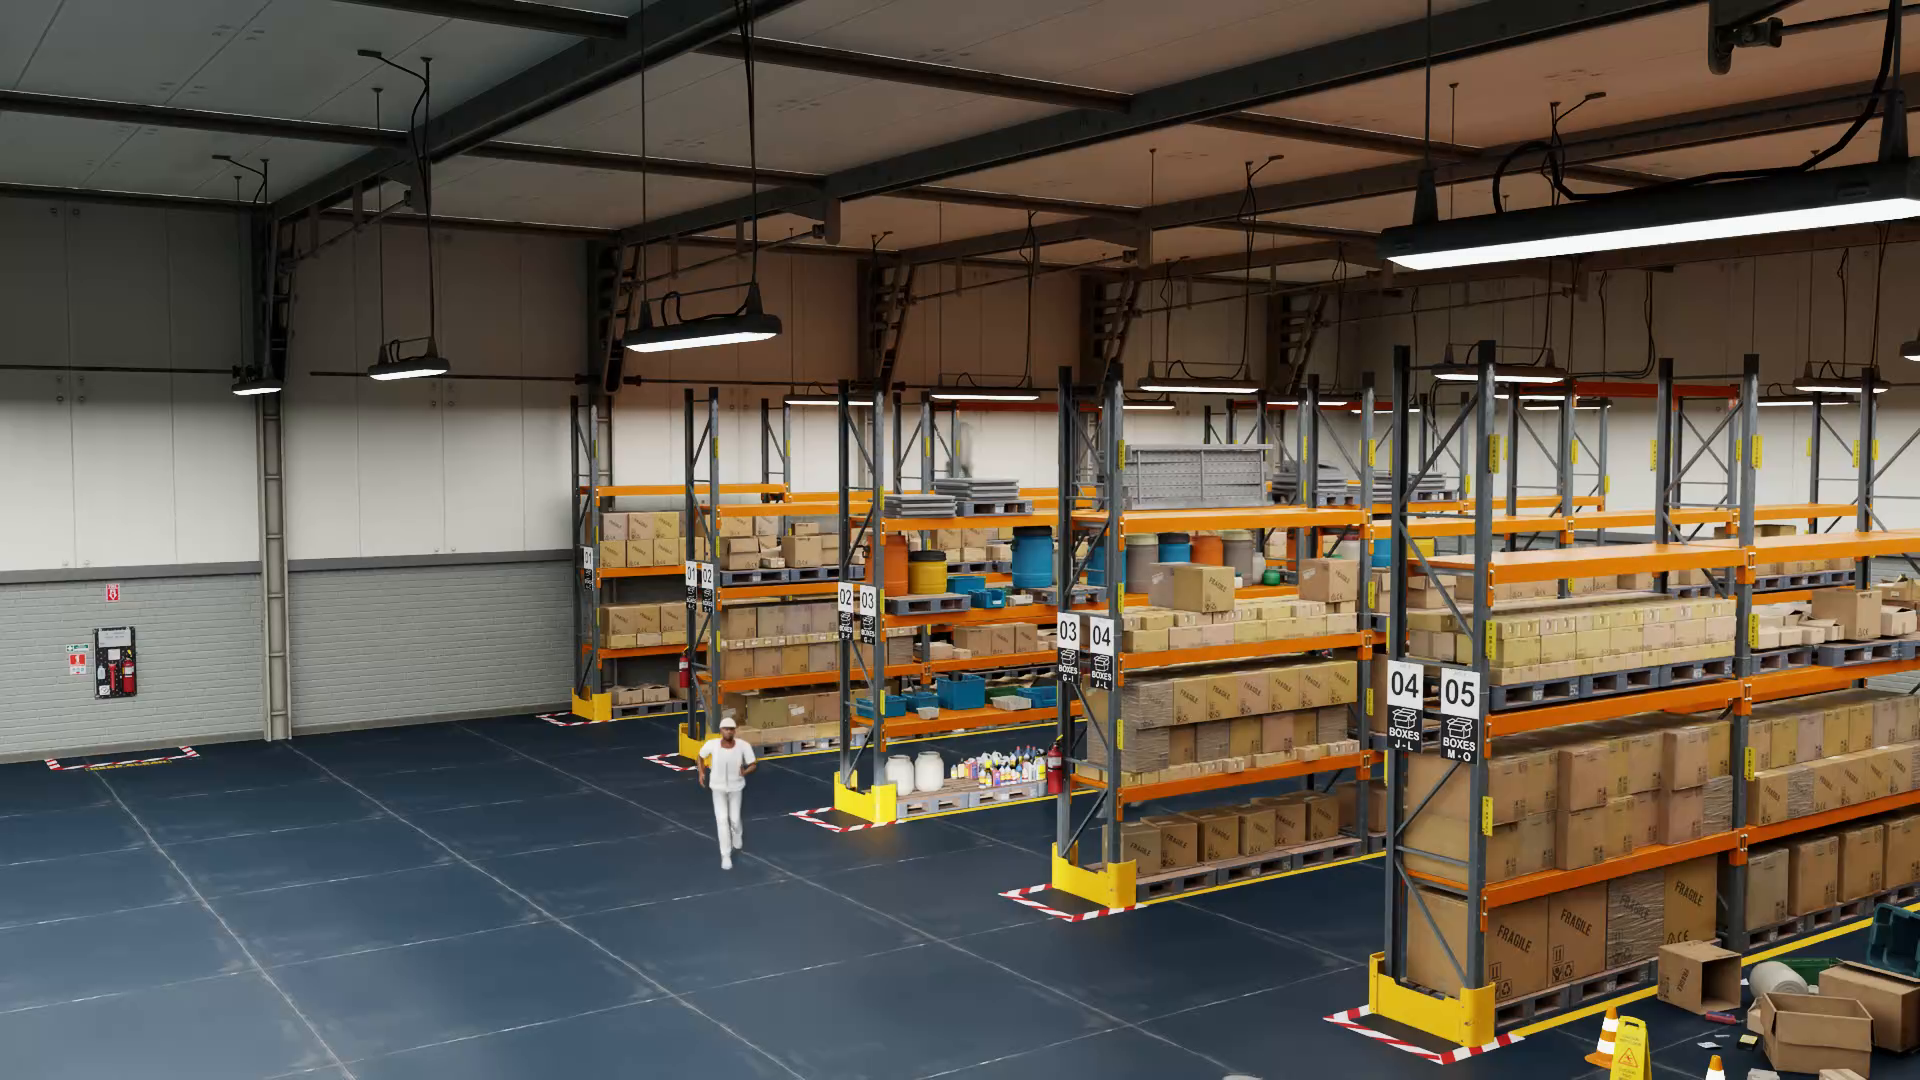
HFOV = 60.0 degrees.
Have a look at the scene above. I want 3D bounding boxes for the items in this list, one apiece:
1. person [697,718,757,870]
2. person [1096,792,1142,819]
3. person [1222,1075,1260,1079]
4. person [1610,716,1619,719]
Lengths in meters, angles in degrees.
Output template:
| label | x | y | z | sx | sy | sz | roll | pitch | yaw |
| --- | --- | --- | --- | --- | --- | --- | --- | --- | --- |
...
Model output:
| label | x | y | z | sx | sy | sz | roll | pitch | yaw |
| --- | --- | --- | --- | --- | --- | --- | --- | --- | --- |
| person | -2.855 | 3.049 | 20.394 | 0.716 | 1.778 | 0.982 | -1 | 3 | -10 |
| person | 2.240 | 2.981 | 22.951 | 0.603 | 1.680 | 0.963 | 3 | 4 | 40 |
| person | 1.711 | 3.811 | 9.736 | 0.658 | 1.625 | 0.965 | 1 | 4 | 15 |
| person | 8.491 | 3.056 | 21.137 | 0.669 | 1.731 | 0.989 | 3 | 5 | 44 |
